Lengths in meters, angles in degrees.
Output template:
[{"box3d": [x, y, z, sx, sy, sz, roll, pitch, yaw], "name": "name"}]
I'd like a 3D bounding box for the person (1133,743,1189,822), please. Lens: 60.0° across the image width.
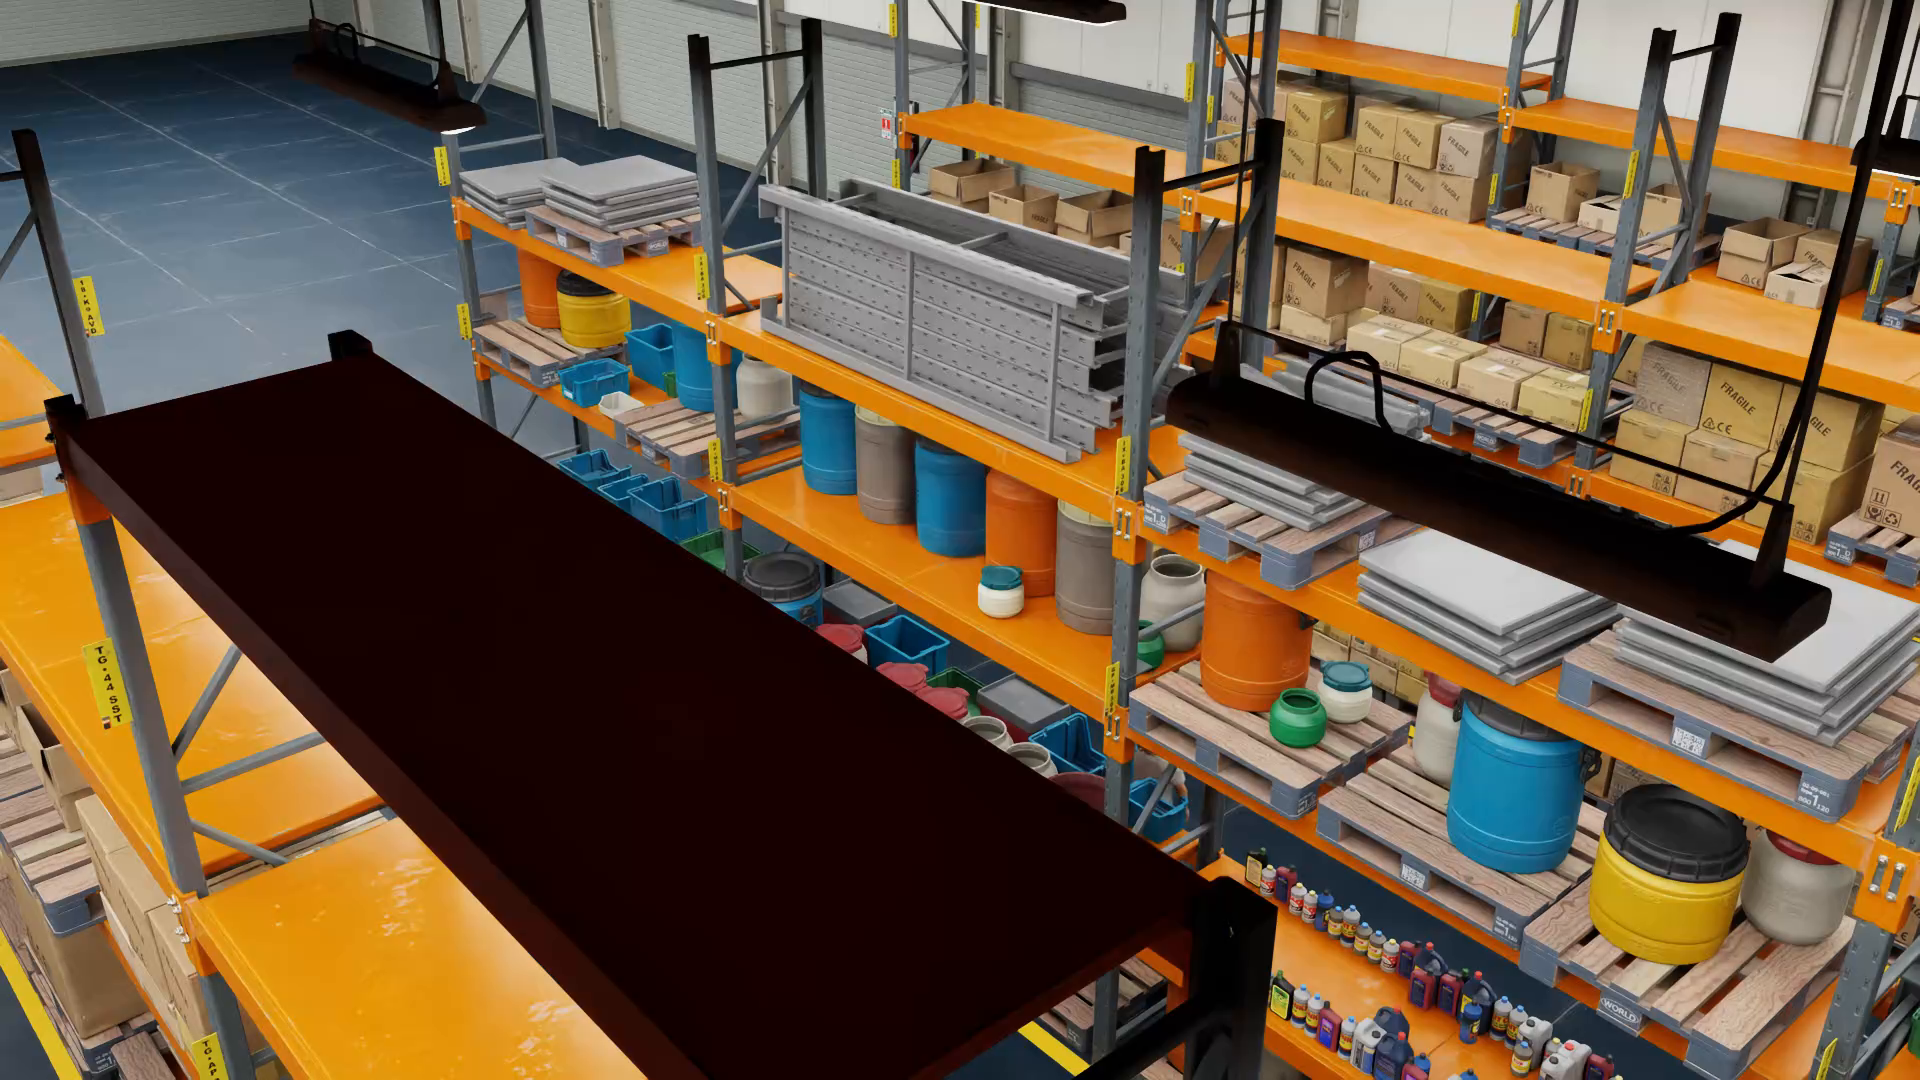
[{"box3d": [1.409, 1.910, 11.975, 0.472, 1.637, 0.908, 18, 32, 31], "name": "person"}]
